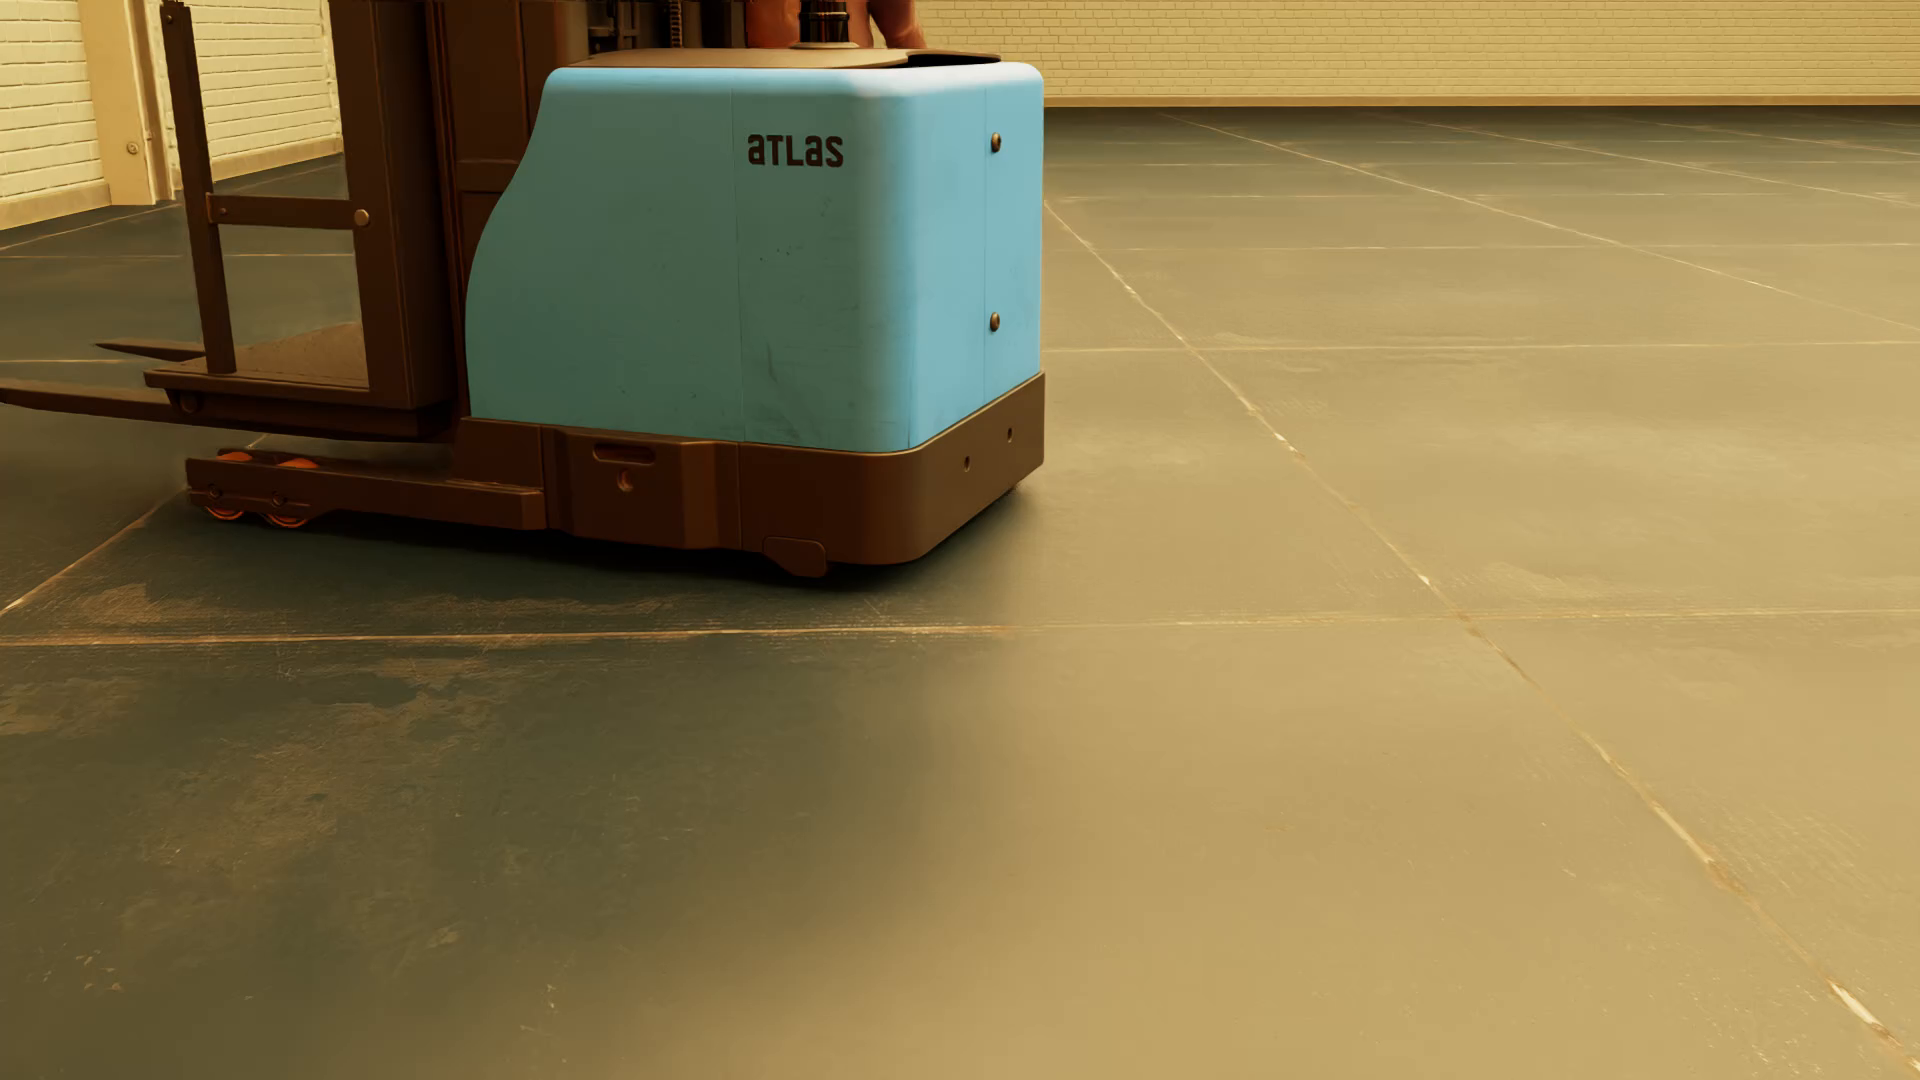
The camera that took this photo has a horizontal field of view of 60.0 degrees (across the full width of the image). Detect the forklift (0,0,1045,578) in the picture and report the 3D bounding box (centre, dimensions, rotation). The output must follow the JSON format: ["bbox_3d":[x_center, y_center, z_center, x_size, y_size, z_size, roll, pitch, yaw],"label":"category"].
[{"bbox_3d":[-1.353,-1.568,4.032,3.031,2.935,1.130,6,18,19],"label":"forklift"}]

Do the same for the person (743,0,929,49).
[{"bbox_3d":[-0.459,-1.111,4.648,0.799,1.703,0.991,-7,18,-22],"label":"person"}]
